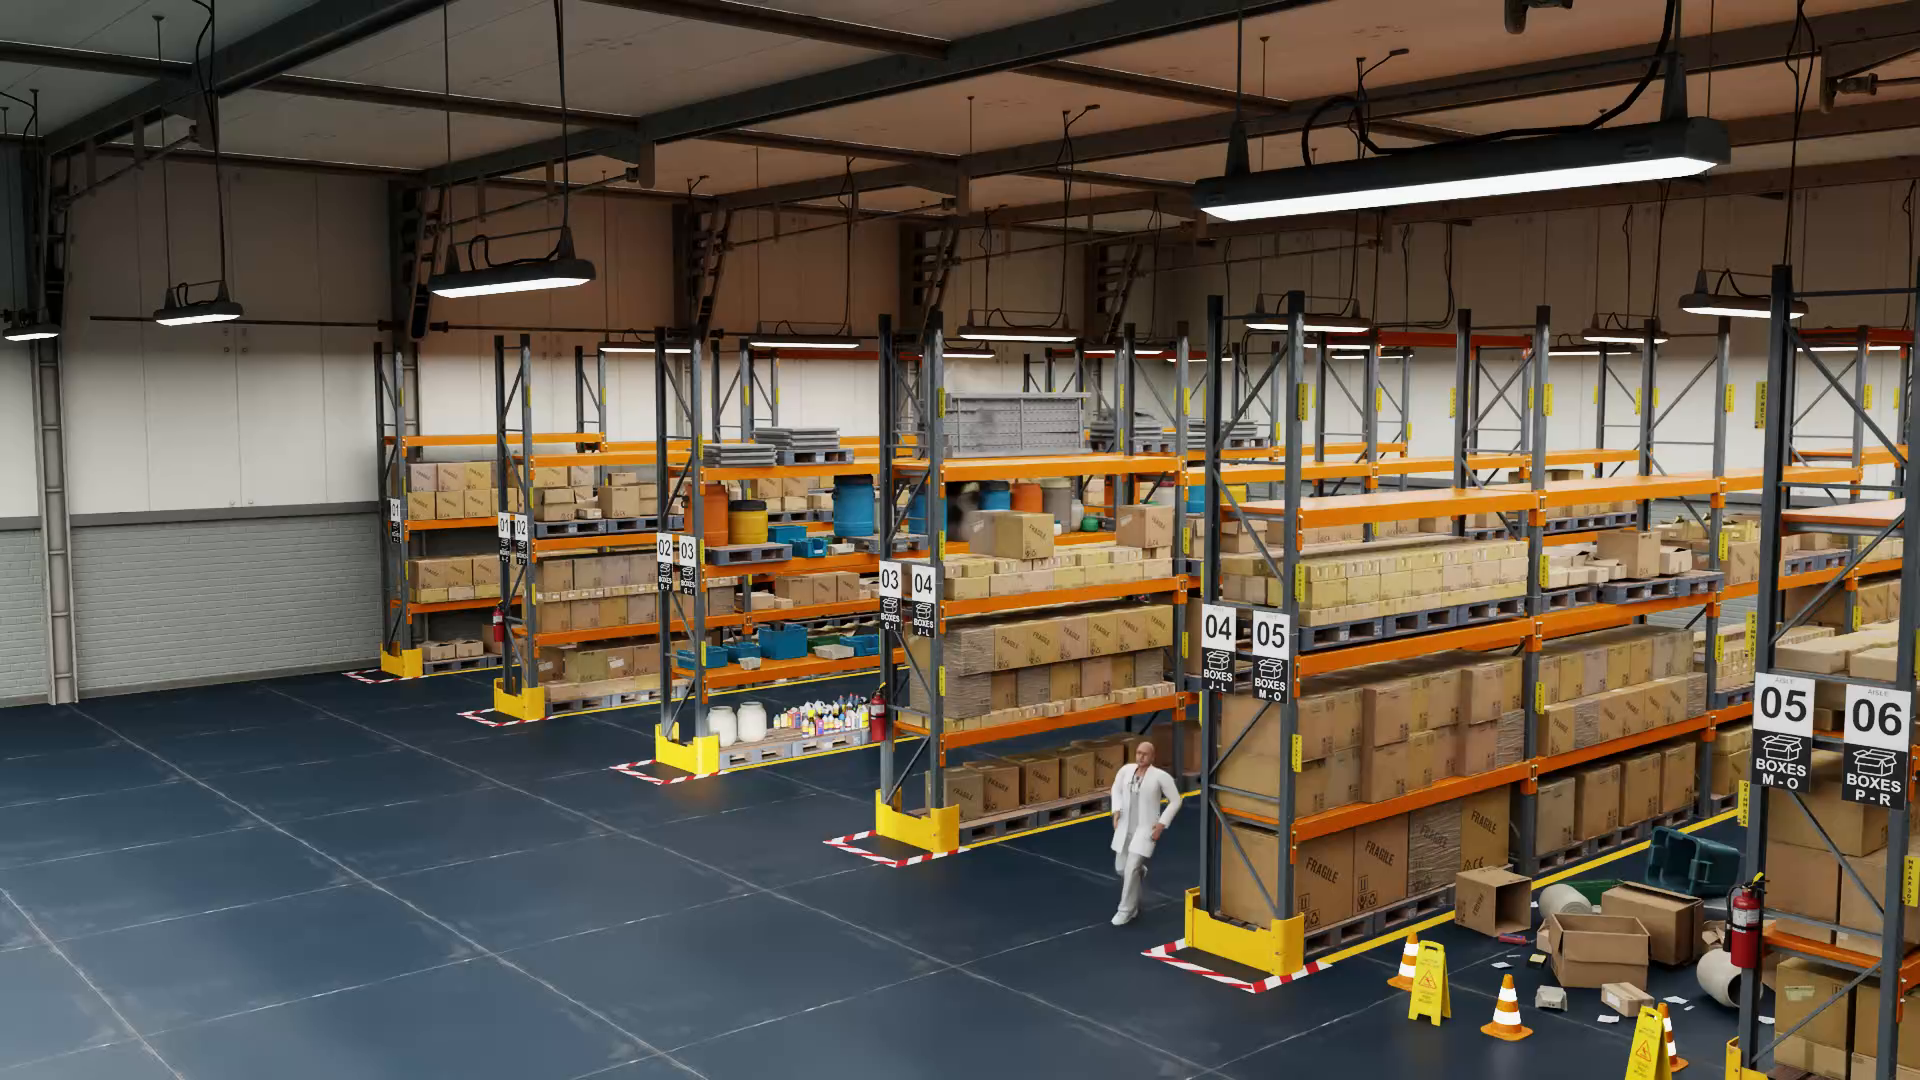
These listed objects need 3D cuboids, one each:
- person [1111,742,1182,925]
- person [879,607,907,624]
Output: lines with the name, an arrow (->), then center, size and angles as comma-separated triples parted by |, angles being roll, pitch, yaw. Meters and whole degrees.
person -> 1.802, 2.836, 16.257 | 0.755, 1.774, 0.780 | 3, 6, 32
person -> -1.251, 1.291, 33.354 | 0.876, 1.774, 0.686 | -4, 7, -38
